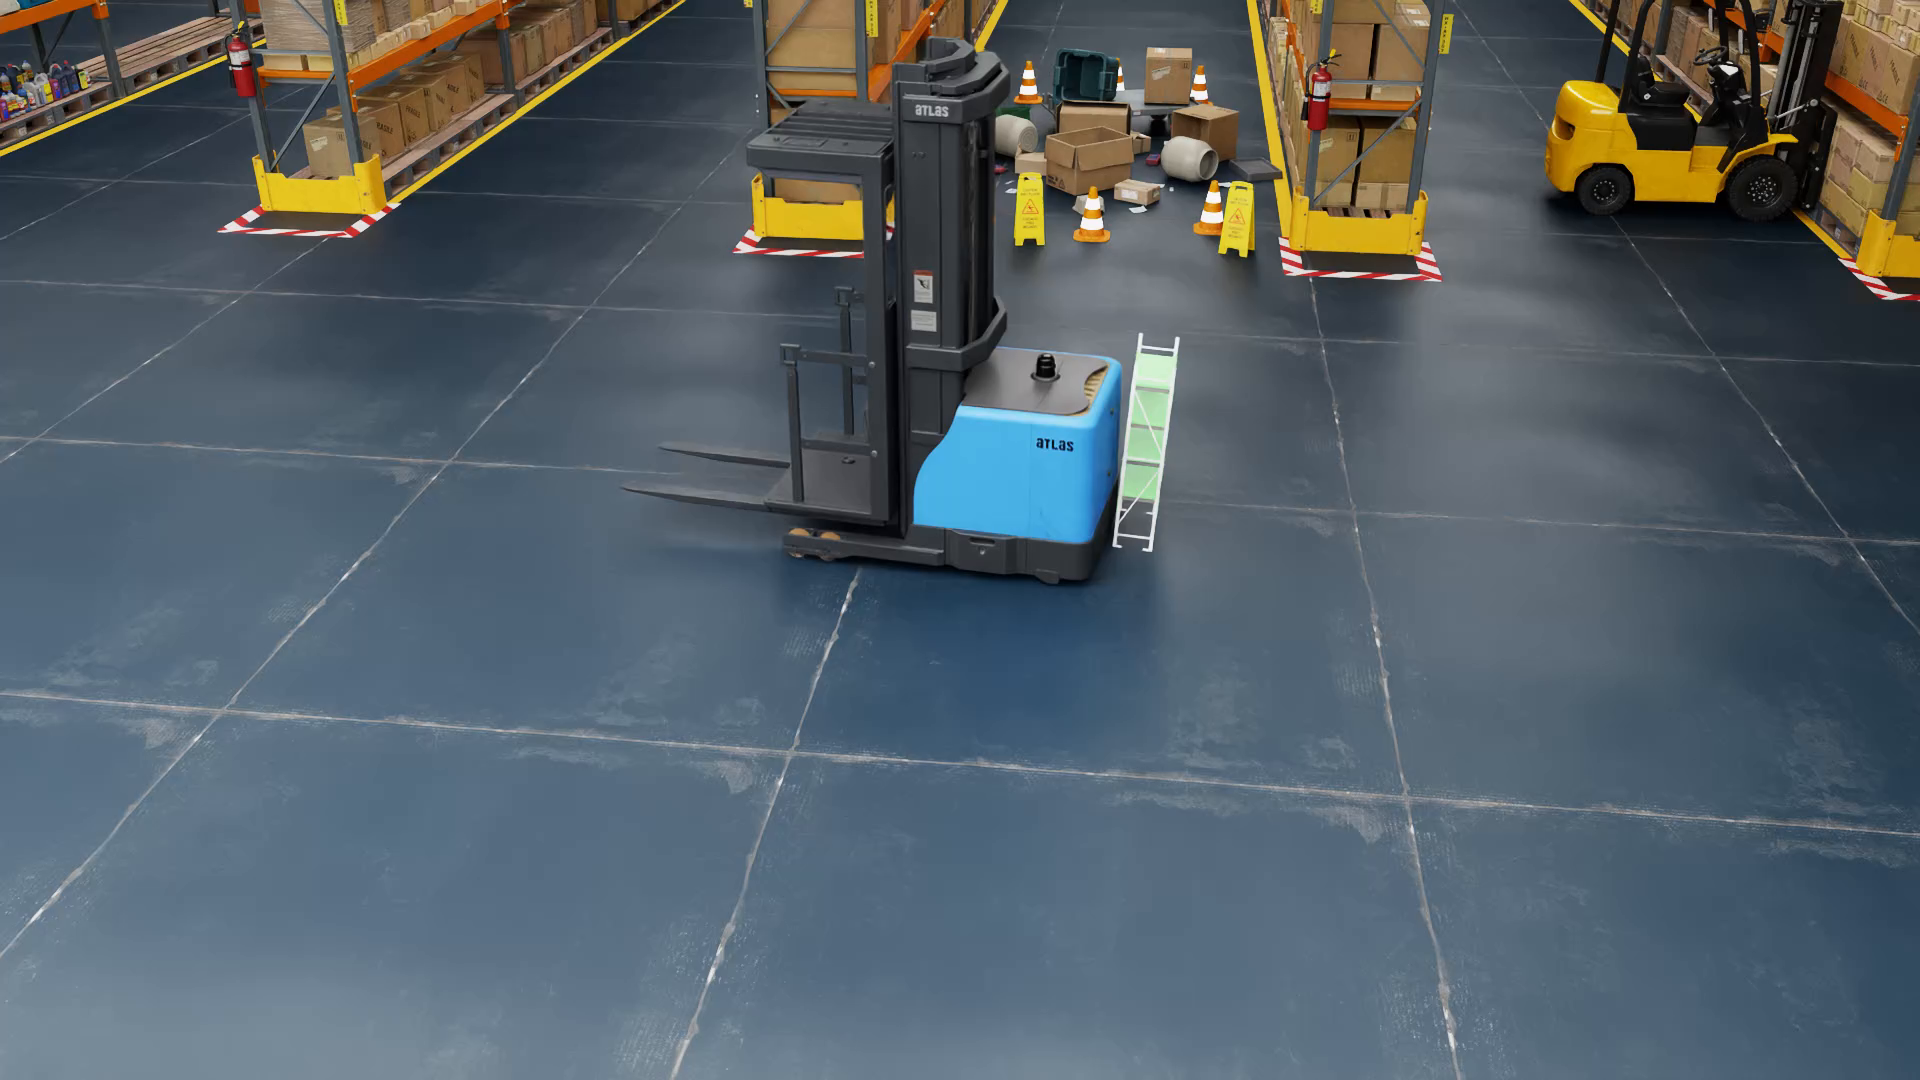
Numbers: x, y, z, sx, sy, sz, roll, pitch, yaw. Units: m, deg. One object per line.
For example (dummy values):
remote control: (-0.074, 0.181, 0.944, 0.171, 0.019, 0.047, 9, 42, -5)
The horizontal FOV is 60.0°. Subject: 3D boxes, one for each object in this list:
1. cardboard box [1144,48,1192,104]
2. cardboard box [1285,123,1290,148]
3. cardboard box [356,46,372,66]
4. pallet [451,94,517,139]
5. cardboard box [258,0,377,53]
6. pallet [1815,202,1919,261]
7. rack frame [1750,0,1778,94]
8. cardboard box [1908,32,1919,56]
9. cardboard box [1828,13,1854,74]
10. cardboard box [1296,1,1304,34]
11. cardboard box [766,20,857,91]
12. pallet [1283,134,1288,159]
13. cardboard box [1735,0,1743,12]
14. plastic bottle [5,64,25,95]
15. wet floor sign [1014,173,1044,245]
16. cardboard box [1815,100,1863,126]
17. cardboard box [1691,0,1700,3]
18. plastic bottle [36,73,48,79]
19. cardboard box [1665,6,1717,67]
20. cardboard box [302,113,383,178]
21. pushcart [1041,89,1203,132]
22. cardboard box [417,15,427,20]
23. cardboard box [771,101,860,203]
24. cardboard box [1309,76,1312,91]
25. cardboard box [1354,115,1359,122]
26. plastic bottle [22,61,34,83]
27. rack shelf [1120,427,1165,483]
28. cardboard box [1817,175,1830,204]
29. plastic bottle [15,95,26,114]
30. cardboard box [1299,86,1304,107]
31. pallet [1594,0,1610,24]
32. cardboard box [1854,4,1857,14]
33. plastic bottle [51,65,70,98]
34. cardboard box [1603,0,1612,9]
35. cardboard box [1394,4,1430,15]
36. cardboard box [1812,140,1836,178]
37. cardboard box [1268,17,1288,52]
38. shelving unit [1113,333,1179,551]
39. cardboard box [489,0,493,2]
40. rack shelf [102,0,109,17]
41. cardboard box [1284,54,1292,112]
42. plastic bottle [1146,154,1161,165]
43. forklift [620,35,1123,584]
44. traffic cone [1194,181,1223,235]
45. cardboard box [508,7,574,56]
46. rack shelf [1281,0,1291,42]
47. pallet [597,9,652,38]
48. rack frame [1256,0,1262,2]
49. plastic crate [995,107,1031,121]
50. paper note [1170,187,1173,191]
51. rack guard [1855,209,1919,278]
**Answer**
cardboard box: (2.320, -5.176, 18.532, 0.500, 0.500, 0.500, 3, 28, 6)
cardboard box: (3.696, -4.314, 17.551, 0.500, 0.250, 0.500, 5, 29, 9)
cardboard box: (-5.914, -4.673, 16.026, 0.380, 0.149, 0.250, 3, 28, 6)
pallet: (-5.792, -4.884, 19.092, 1.003, 0.211, 1.213, 3, 28, 6)
cardboard box: (-6.140, -4.979, 15.910, 0.875, 0.500, 0.500, 3, 28, 6)
pallet: (8.579, -2.819, 15.259, 1.003, 0.211, 1.213, 3, 28, 6)
rack frame: (9.017, -5.567, 17.420, 1.000, 3.000, 0.127, 3, 28, 6)
cardboard box: (8.291, -4.193, 14.081, 0.380, 0.149, 0.250, 4, 29, 7)
cardboard box: (8.513, -4.697, 15.701, 0.500, 0.500, 0.500, 4, 29, 7)
cardboard box: (3.647, -5.364, 16.626, 0.500, 0.500, 0.500, 3, 28, 6)
cardboard box: (-1.324, -4.454, 15.197, 0.875, 0.550, 0.550, 3, 28, 6)
pallet: (4.043, -4.308, 18.023, 1.003, 0.211, 1.213, 3, 28, 6)
cardboard box: (8.875, -5.990, 18.364, 0.500, 0.250, 0.500, 3, 28, 6)
plastic bottle: (-11.028, -5.381, 19.404, 0.144, 0.351, 0.185, 3, 28, 6)
wet floor sign: (0.637, -3.046, 15.223, 0.267, 0.644, 0.232, -1, 28, -3)
cardboard box: (8.452, -4.050, 16.008, 0.500, 0.250, 0.500, 3, 28, 5)
cardboard box: (9.917, -6.946, 22.173, 0.500, 0.500, 0.500, 3, 29, 6)
plastic bottle: (-10.627, -5.298, 19.330, 0.152, 0.276, 0.135, 3, 28, 6)
cardboard box: (9.417, -6.296, 20.835, 0.875, 0.625, 0.625, 4, 29, 8)
cardboard box: (-6.142, -3.924, 16.564, 0.500, 0.500, 0.500, 9, 30, 16)
pushcart: (1.821, -4.808, 18.777, 1.648, 0.377, 0.936, -6, 29, -11)
cardboard box: (-5.784, -5.382, 17.342, 0.380, 0.149, 0.250, 3, 28, 6)
cardboard box: (-1.307, -3.783, 15.907, 0.875, 0.875, 0.875, 4, 29, 6)
cardboard box: (3.355, -4.174, 15.100, 0.380, 0.149, 0.250, 3, 28, 6)
cardboard box: (4.036, -3.896, 15.985, 0.500, 0.500, 0.500, 2, 28, 4)
plastic bottle: (-11.135, -5.585, 19.867, 0.097, 0.271, 0.097, 0, 28, 0)
rack shelf: (1.119, -0.532, 10.091, 0.258, 0.148, 0.480, 7, 29, 6)
cardboard box: (8.412, -3.366, 15.792, 0.500, 0.250, 0.500, 4, 29, 7)
plastic bottle: (-10.553, -4.887, 18.644, 0.097, 0.201, 0.097, 0, 28, 0)
cardboard box: (3.452, -4.248, 15.954, 0.380, 0.149, 0.250, 4, 29, 7)
pallet: (9.935, -7.720, 24.357, 1.003, 0.211, 1.213, 3, 28, 6)
cardboard box: (8.544, -4.911, 15.413, 0.380, 0.149, 0.250, 3, 28, 6)
plastic bottle: (-10.477, -5.335, 19.318, 0.144, 0.351, 0.185, 2, 28, 4)
cardboard box: (9.659, -7.951, 24.039, 0.500, 0.500, 0.500, 3, 28, 6)
cardboard box: (3.994, -4.596, 15.200, 0.500, 0.500, 0.500, 4, 29, 8)
cardboard box: (8.391, -3.605, 15.709, 0.500, 0.250, 0.500, 3, 28, 5)
cardboard box: (4.501, -6.499, 21.479, 0.950, 0.372, 0.625, 1, 28, 3)
shelving unit: (1.123, -0.588, 10.060, 0.258, 1.200, 0.503, 7, 29, 6)
cardboard box: (-5.479, -6.201, 18.862, 0.380, 0.149, 0.250, 3, 28, 6)
rack shelf: (-10.415, -7.342, 21.474, 1.077, 0.370, 4.000, 3, 28, 6)
cardboard box: (3.750, -4.896, 17.841, 0.500, 0.500, 0.500, 5, 29, 9)
plastic bottle: (2.071, -4.061, 17.724, 0.133, 0.061, 0.283, 8, 29, 15)
forklift: (-0.583, -1.401, 9.760, 3.031, 2.935, 1.130, 7, 29, 13)
traffic cone: (2.373, -3.131, 15.574, 0.336, 0.463, 0.334, 3, 28, 6)
cardboard box: (-5.435, -6.560, 21.435, 0.700, 0.500, 0.500, 6, 29, 10)
rack shelf: (4.335, -6.478, 19.871, 1.077, 0.370, 4.000, 3, 28, 6)
pallet: (-5.083, -7.451, 23.859, 1.003, 0.211, 1.213, 3, 28, 6)
rack frame: (5.071, -9.619, 24.942, 1.000, 3.000, 0.127, 3, 28, 6)
plastic crate: (0.444, -4.723, 18.758, 0.450, 0.188, 0.662, 9, 28, 37)
paper note: (2.141, -3.552, 16.833, 0.032, 0.001, 0.123, 3, 28, 6)
rack guard: (8.524, -2.572, 14.497, 1.175, 0.500, 0.348, 3, 28, 6)
